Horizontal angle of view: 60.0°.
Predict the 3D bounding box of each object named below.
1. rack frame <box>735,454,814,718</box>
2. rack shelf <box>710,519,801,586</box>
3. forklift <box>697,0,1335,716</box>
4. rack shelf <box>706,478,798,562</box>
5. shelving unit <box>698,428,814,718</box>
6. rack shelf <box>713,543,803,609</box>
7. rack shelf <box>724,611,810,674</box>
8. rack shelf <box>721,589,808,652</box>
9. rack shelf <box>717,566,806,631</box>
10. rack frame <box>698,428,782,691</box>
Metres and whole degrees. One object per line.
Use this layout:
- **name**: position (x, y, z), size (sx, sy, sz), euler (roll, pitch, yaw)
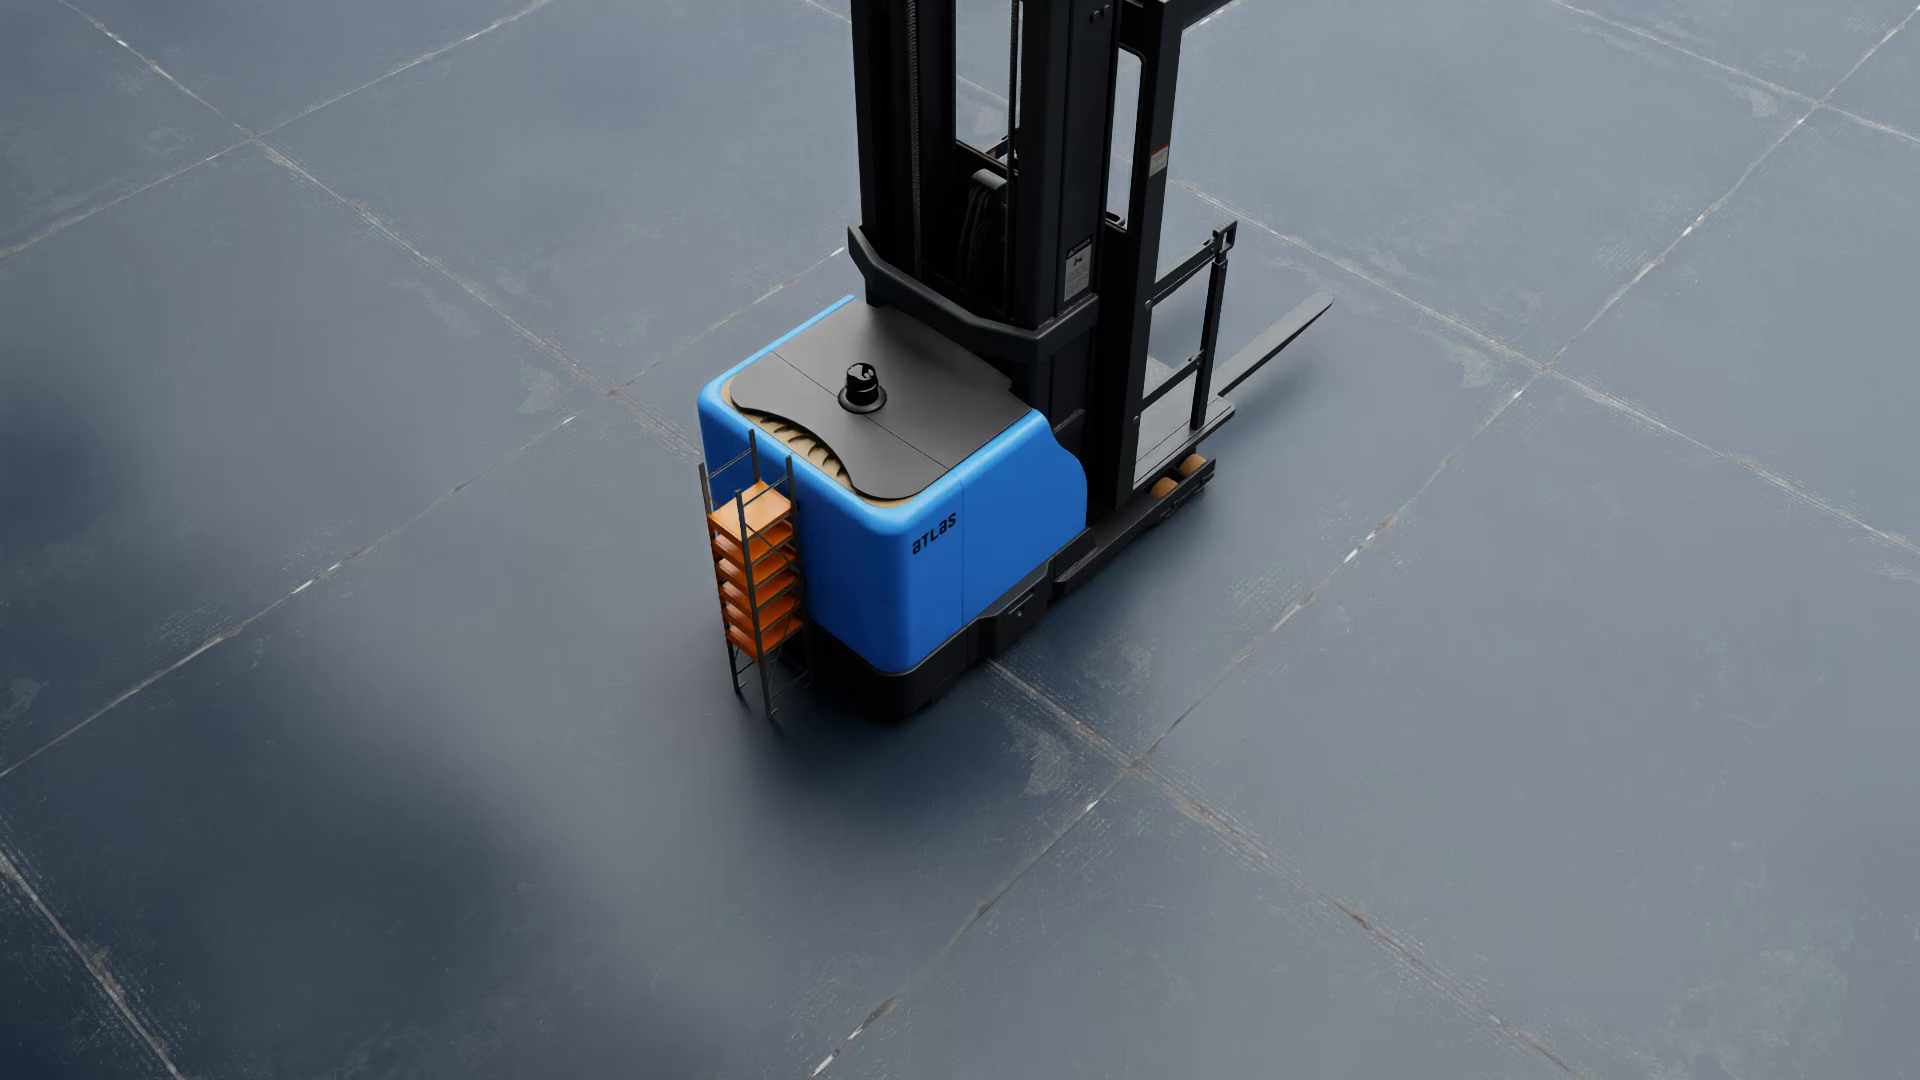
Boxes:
- **rack frame**: position (-0.641, 0.192, 5.855), size (0.006, 1.200, 0.240), euler (35, 56, 28)
- **rack shelf**: position (-0.707, 0.012, 5.756), size (0.180, 0.103, 0.258), euler (35, 56, 28)
- **forklift**: position (0.429, -1.332, 6.098), size (1.130, 2.935, 3.031), euler (35, 56, 28)
- **rack shelf**: position (-0.707, -0.070, 5.668), size (0.180, 0.103, 0.258), euler (35, 56, 28)
- **shelving unit**: position (-0.707, 0.146, 5.898), size (0.189, 1.200, 0.258), euler (35, 56, 28)
- **rack shelf**: position (-0.707, 0.094, 5.843), size (0.180, 0.103, 0.258), euler (35, 56, 28)
- **rack shelf**: position (-0.707, 0.341, 6.106), size (0.180, 0.103, 0.258), euler (35, 56, 28)
- **rack shelf**: position (-0.707, 0.259, 6.018), size (0.180, 0.103, 0.258), euler (35, 56, 28)
- **rack shelf**: position (-0.707, 0.177, 5.931), size (0.180, 0.103, 0.258), euler (35, 56, 28)
- **rack frame**: position (-0.773, 0.100, 5.941), size (0.006, 1.200, 0.240), euler (35, 56, 28)
